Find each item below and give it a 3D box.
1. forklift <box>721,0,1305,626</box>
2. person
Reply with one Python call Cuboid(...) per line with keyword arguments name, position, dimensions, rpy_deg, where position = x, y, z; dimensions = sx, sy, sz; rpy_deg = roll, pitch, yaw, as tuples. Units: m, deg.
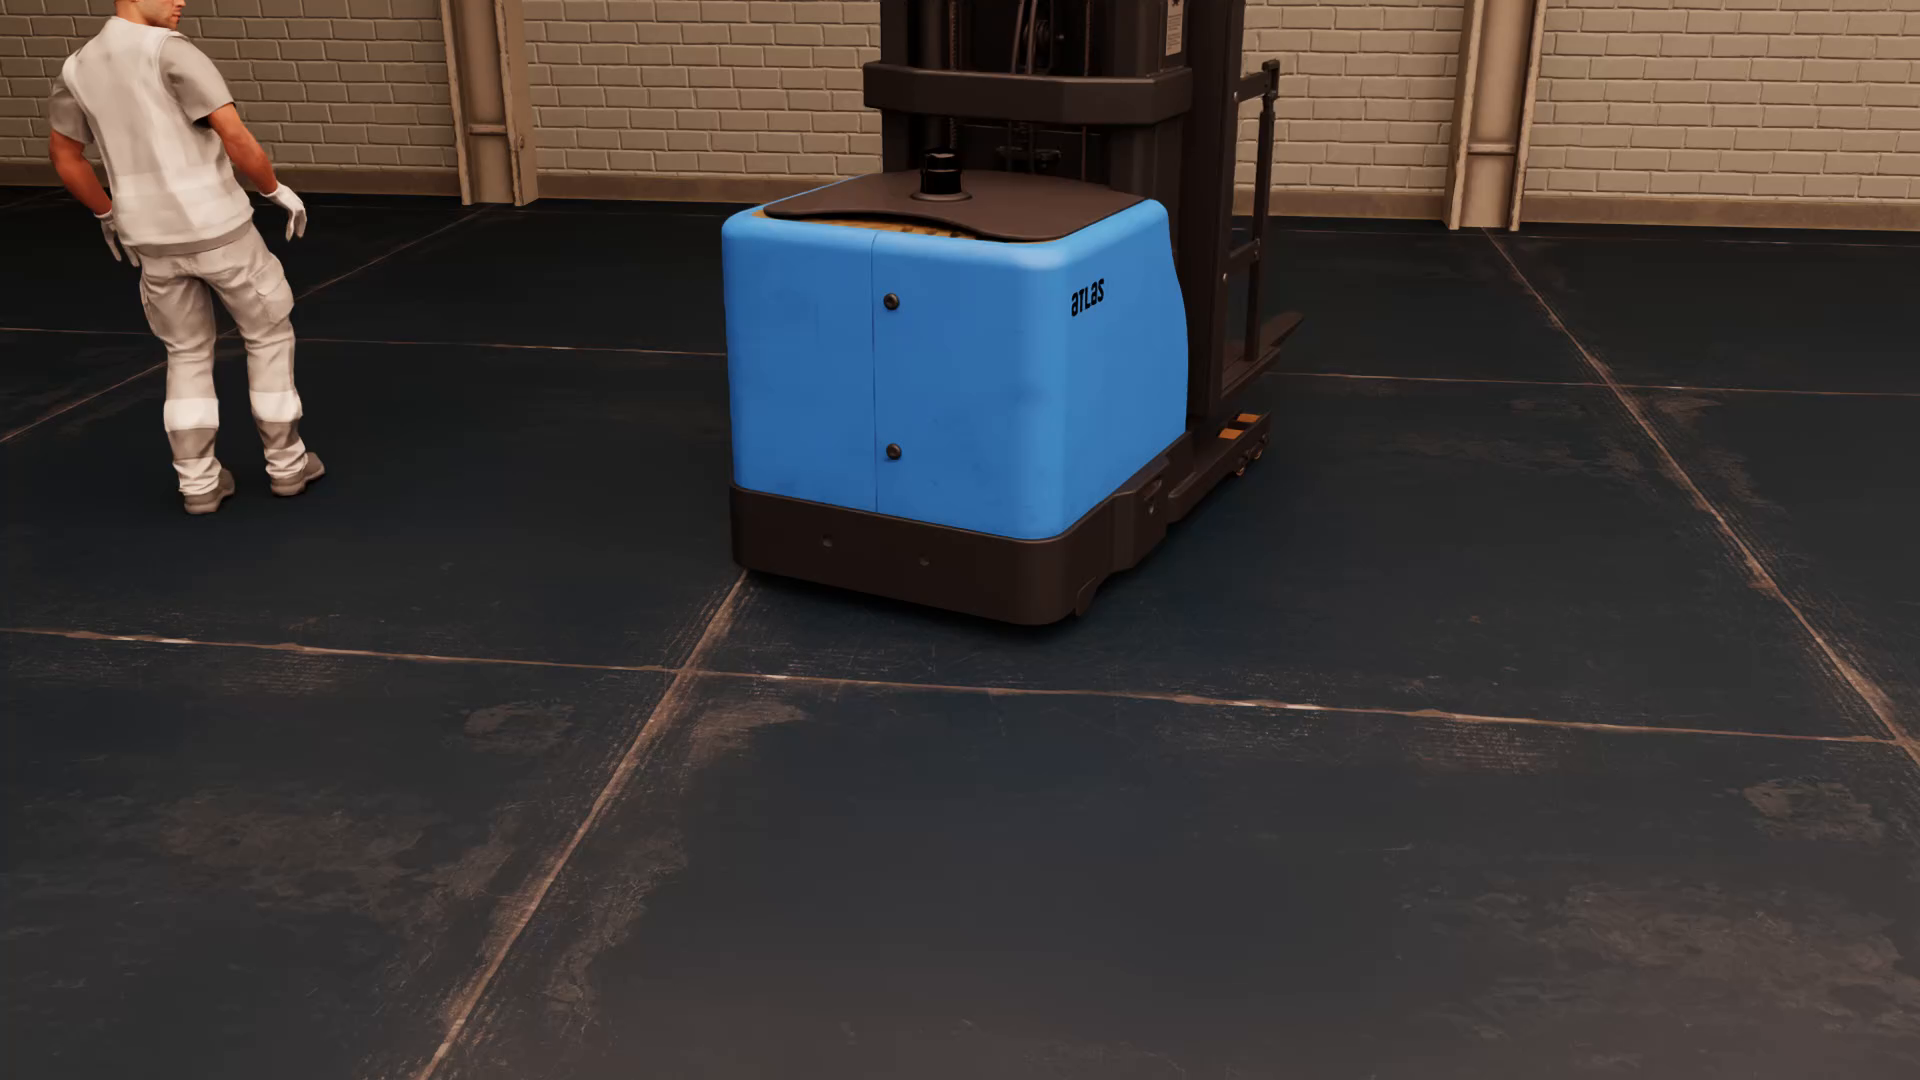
Cuboid(name="forklift", position=(0.449, -1.644, 5.337), dimensions=(1.130, 2.935, 3.031), rpy_deg=(11, 24, 25))
Cuboid(name="person", position=(-2.419, -0.977, 5.254), dimensions=(0.749, 1.757, 0.505), rpy_deg=(3, 22, 7))
